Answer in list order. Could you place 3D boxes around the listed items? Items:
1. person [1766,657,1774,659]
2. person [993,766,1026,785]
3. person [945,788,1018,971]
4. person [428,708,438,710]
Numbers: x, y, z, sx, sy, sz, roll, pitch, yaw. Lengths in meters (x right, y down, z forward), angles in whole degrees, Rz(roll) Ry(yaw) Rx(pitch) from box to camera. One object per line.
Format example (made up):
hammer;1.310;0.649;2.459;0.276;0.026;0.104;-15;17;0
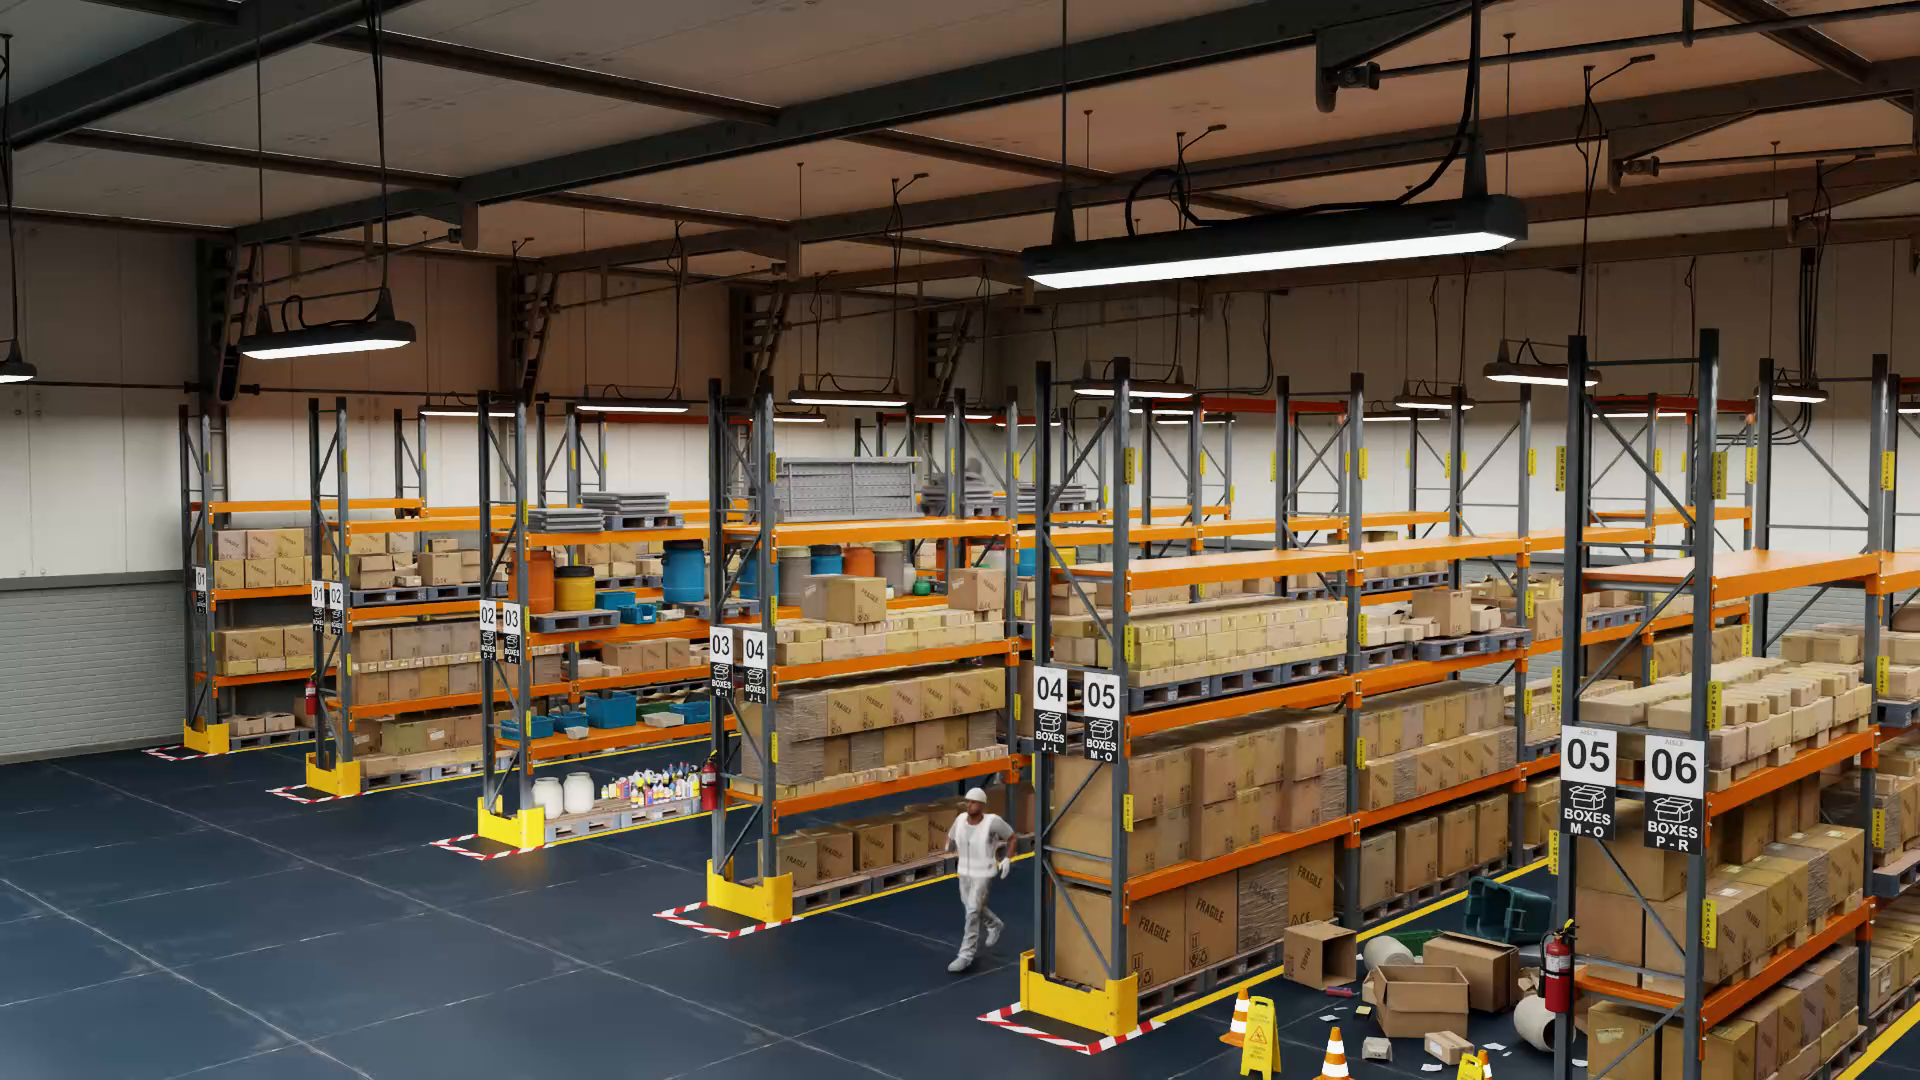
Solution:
person;13.174;2.811;27.205;0.865;1.812;0.646;2;4;37
person;0.829;2.963;26.048;0.590;1.741;0.793;2;3;30
person;0.187;3.365;16.764;0.697;1.769;0.973;2;4;37
person;-9.060;2.760;28.930;0.635;1.802;0.789;2;4;36
